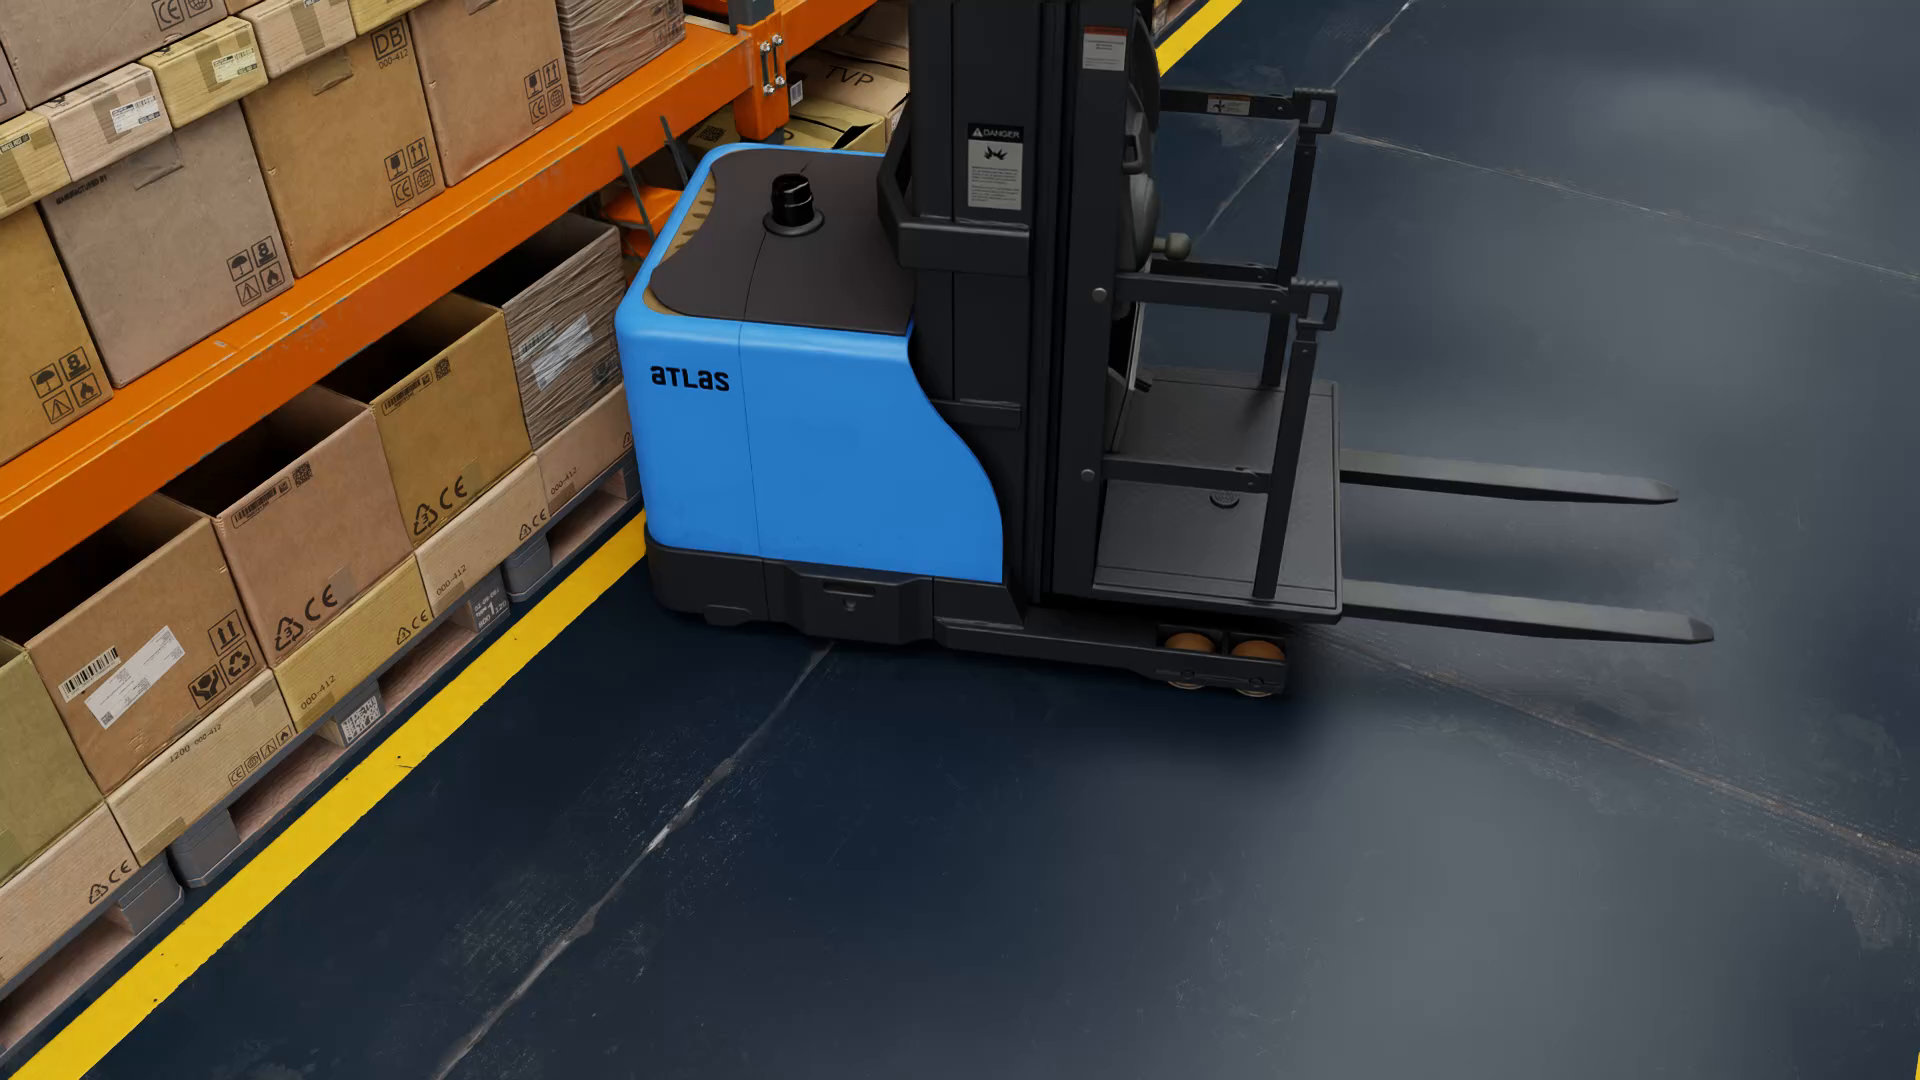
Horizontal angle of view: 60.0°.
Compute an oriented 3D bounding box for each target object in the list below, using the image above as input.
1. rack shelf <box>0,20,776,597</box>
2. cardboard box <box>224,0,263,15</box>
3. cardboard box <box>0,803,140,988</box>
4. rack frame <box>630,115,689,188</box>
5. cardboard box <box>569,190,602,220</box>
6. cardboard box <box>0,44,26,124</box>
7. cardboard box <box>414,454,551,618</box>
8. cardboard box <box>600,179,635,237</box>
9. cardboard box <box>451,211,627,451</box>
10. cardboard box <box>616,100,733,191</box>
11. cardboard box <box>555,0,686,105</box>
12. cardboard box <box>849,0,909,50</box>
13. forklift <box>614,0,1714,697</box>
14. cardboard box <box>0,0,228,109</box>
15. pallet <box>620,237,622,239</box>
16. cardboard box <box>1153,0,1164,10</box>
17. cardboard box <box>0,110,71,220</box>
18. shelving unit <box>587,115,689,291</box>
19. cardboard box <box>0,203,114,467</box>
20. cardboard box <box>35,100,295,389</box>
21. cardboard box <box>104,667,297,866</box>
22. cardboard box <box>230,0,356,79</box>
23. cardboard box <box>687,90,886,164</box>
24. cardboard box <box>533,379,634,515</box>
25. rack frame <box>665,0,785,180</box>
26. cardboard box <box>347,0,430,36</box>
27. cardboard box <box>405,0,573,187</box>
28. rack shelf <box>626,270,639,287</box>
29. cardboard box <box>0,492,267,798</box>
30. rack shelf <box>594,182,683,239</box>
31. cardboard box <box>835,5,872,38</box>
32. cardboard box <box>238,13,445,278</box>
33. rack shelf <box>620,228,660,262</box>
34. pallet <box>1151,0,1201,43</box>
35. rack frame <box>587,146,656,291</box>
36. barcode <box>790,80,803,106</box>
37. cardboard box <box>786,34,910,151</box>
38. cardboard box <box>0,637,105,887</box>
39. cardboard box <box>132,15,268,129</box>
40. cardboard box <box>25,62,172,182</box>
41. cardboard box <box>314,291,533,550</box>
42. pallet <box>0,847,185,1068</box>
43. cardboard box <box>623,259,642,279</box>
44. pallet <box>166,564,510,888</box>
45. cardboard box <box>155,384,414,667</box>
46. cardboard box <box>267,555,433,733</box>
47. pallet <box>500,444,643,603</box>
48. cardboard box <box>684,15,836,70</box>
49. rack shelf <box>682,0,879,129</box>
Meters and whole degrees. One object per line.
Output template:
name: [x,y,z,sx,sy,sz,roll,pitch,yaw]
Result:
rack shelf: [-2.028,-0.464,4.052,1.077,0.370,4.000,21,45,22]
cardboard box: [-1.747,-1.571,3.707,0.700,0.500,0.500,21,45,22]
cardboard box: [-2.321,0.764,3.876,0.500,0.250,0.500,21,45,22]
rack frame: [-0.802,-0.773,5.160,0.240,1.200,0.006,16,48,35]
cardboard box: [-1.531,-1.124,5.452,0.500,0.500,0.500,21,45,22]
cardboard box: [-2.248,-0.999,3.057,0.700,0.500,0.500,21,46,22]
cardboard box: [-1.566,-0.093,4.848,0.500,0.250,0.500,21,45,22]
cardboard box: [-1.071,-1.337,6.262,0.500,0.250,0.500,20,45,22]
cardboard box: [-1.331,-0.666,4.932,0.500,0.500,0.500,21,45,22]
cardboard box: [-1.073,-1.541,6.069,0.500,0.311,0.500,21,45,22]
cardboard box: [-1.244,-1.660,4.790,0.700,0.500,0.500,20,45,21]
cardboard box: [-0.092,-1.950,6.533,0.500,0.311,0.500,19,45,21]
forklift: [0.645,-1.032,4.204,3.031,2.935,1.130,6,42,7]
cardboard box: [-1.997,-1.285,3.383,0.700,0.500,0.500,21,46,22]
pallet: [-0.693,-1.267,6.528,1.003,0.211,1.213,21,45,22]
cardboard box: [0.667,-2.615,7.713,0.500,0.250,0.500,20,45,22]
cardboard box: [-2.004,-0.762,3.279,0.380,0.149,0.250,20,45,22]
shelving unit: [-0.854,-0.718,5.109,0.258,1.200,0.189,16,48,35]
cardboard box: [-2.272,-0.474,3.443,0.700,0.500,0.500,21,46,22]
cardboard box: [-2.012,-0.777,3.787,0.700,0.500,0.500,22,46,23]
cardboard box: [-2.071,0.478,4.200,0.500,0.250,0.500,21,45,22]
cardboard box: [-1.615,-1.207,3.784,0.380,0.149,0.250,22,46,23]
cardboard box: [-0.605,-1.369,5.873,0.500,0.311,0.500,21,46,22]
cardboard box: [-1.329,-0.384,5.179,0.500,0.250,0.500,21,45,22]
rack frame: [-1.027,-1.879,5.113,1.000,3.000,0.127,21,45,22]
cardboard box: [-1.489,-1.351,3.948,0.380,0.149,0.250,21,45,22]
cardboard box: [-1.502,-1.356,4.445,0.700,0.500,0.500,20,45,22]
rack shelf: [-0.871,-0.776,5.063,0.258,0.103,0.180,16,48,35]
cardboard box: [-2.080,0.193,3.957,0.500,0.500,0.500,21,45,22]
rack shelf: [-0.924,-0.959,4.918,0.258,0.103,0.180,16,48,35]
cardboard box: [-0.566,-2.126,6.733,0.500,0.311,0.500,21,45,22]
cardboard box: [-1.757,-1.070,4.120,0.700,0.500,0.500,22,46,23]
rack shelf: [-0.897,-0.867,4.991,0.258,0.103,0.180,16,48,35]
pallet: [0.528,-2.663,8.114,1.003,0.211,1.213,21,45,22]
rack frame: [-0.907,-0.663,5.059,0.240,1.200,0.006,16,48,35]
barcode: [-0.539,-1.474,5.486,0.001,0.075,0.075,21,45,22]
cardboard box: [-0.350,-1.653,6.196,0.500,0.311,0.500,20,45,22]
cardboard box: [-2.320,0.483,3.627,0.500,0.500,0.500,21,45,22]
cardboard box: [-1.745,-1.054,3.611,0.380,0.149,0.250,22,46,23]
cardboard box: [-1.876,-0.903,3.440,0.380,0.149,0.250,21,46,22]
cardboard box: [-1.577,-0.378,4.605,0.500,0.500,0.500,21,45,22]
pallet: [-2.683,1.005,3.949,1.003,0.211,1.213,21,45,22]
cardboard box: [-1.070,-0.667,5.500,0.500,0.250,0.500,21,45,22]
pallet: [-2.071,0.310,4.738,1.003,0.211,1.213,21,45,22]
cardboard box: [-1.815,-0.088,4.275,0.500,0.500,0.500,21,45,22]
cardboard box: [-1.816,0.194,4.523,0.500,0.250,0.500,21,45,22]
pallet: [-1.462,-0.391,5.534,1.003,0.211,1.213,21,45,22]
cardboard box: [-0.818,-1.841,6.409,0.500,0.311,0.500,22,46,23]
rack shelf: [-0.027,-2.753,6.651,1.077,0.370,4.000,21,45,22]
